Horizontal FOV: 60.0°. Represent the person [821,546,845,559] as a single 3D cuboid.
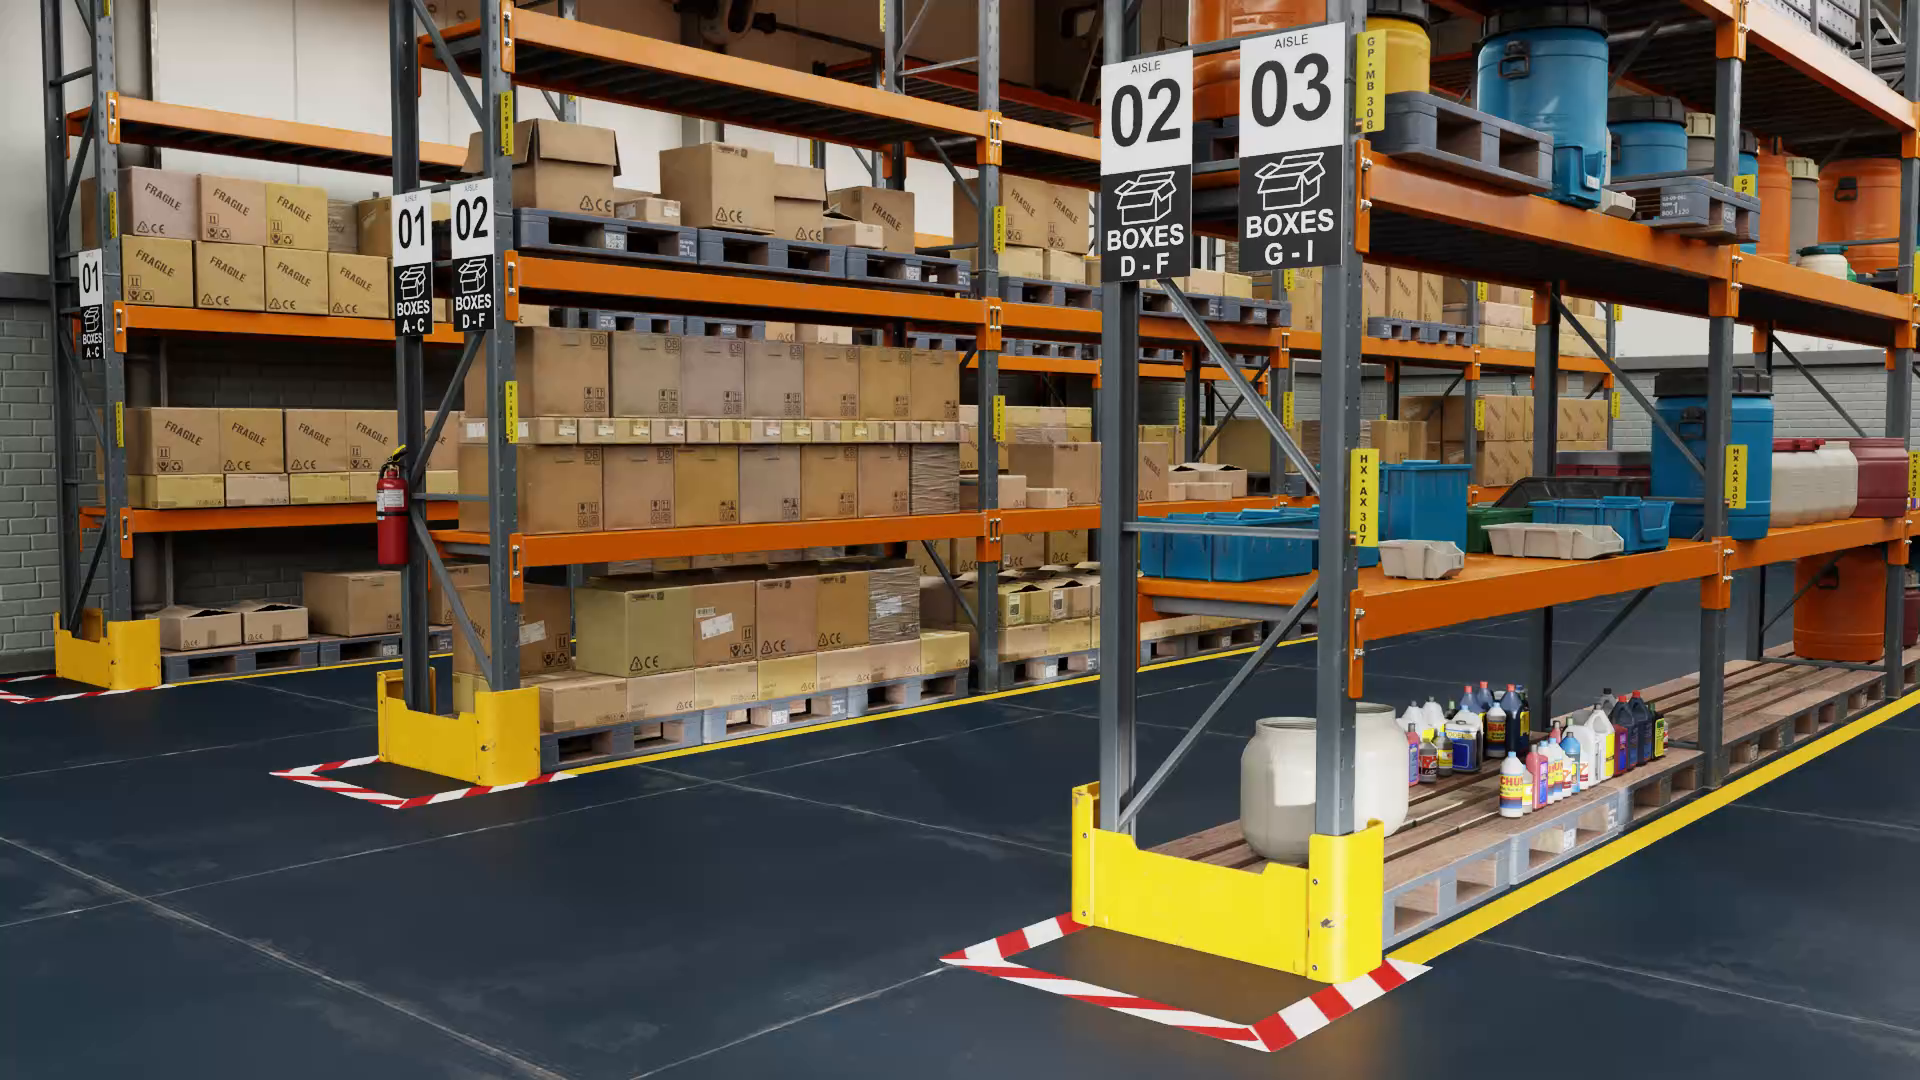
[{"bbox_3d":[-1.269,-0.059,16.477,0.385,1.772,0.569,-1,4,-9],"label":"person"}]
